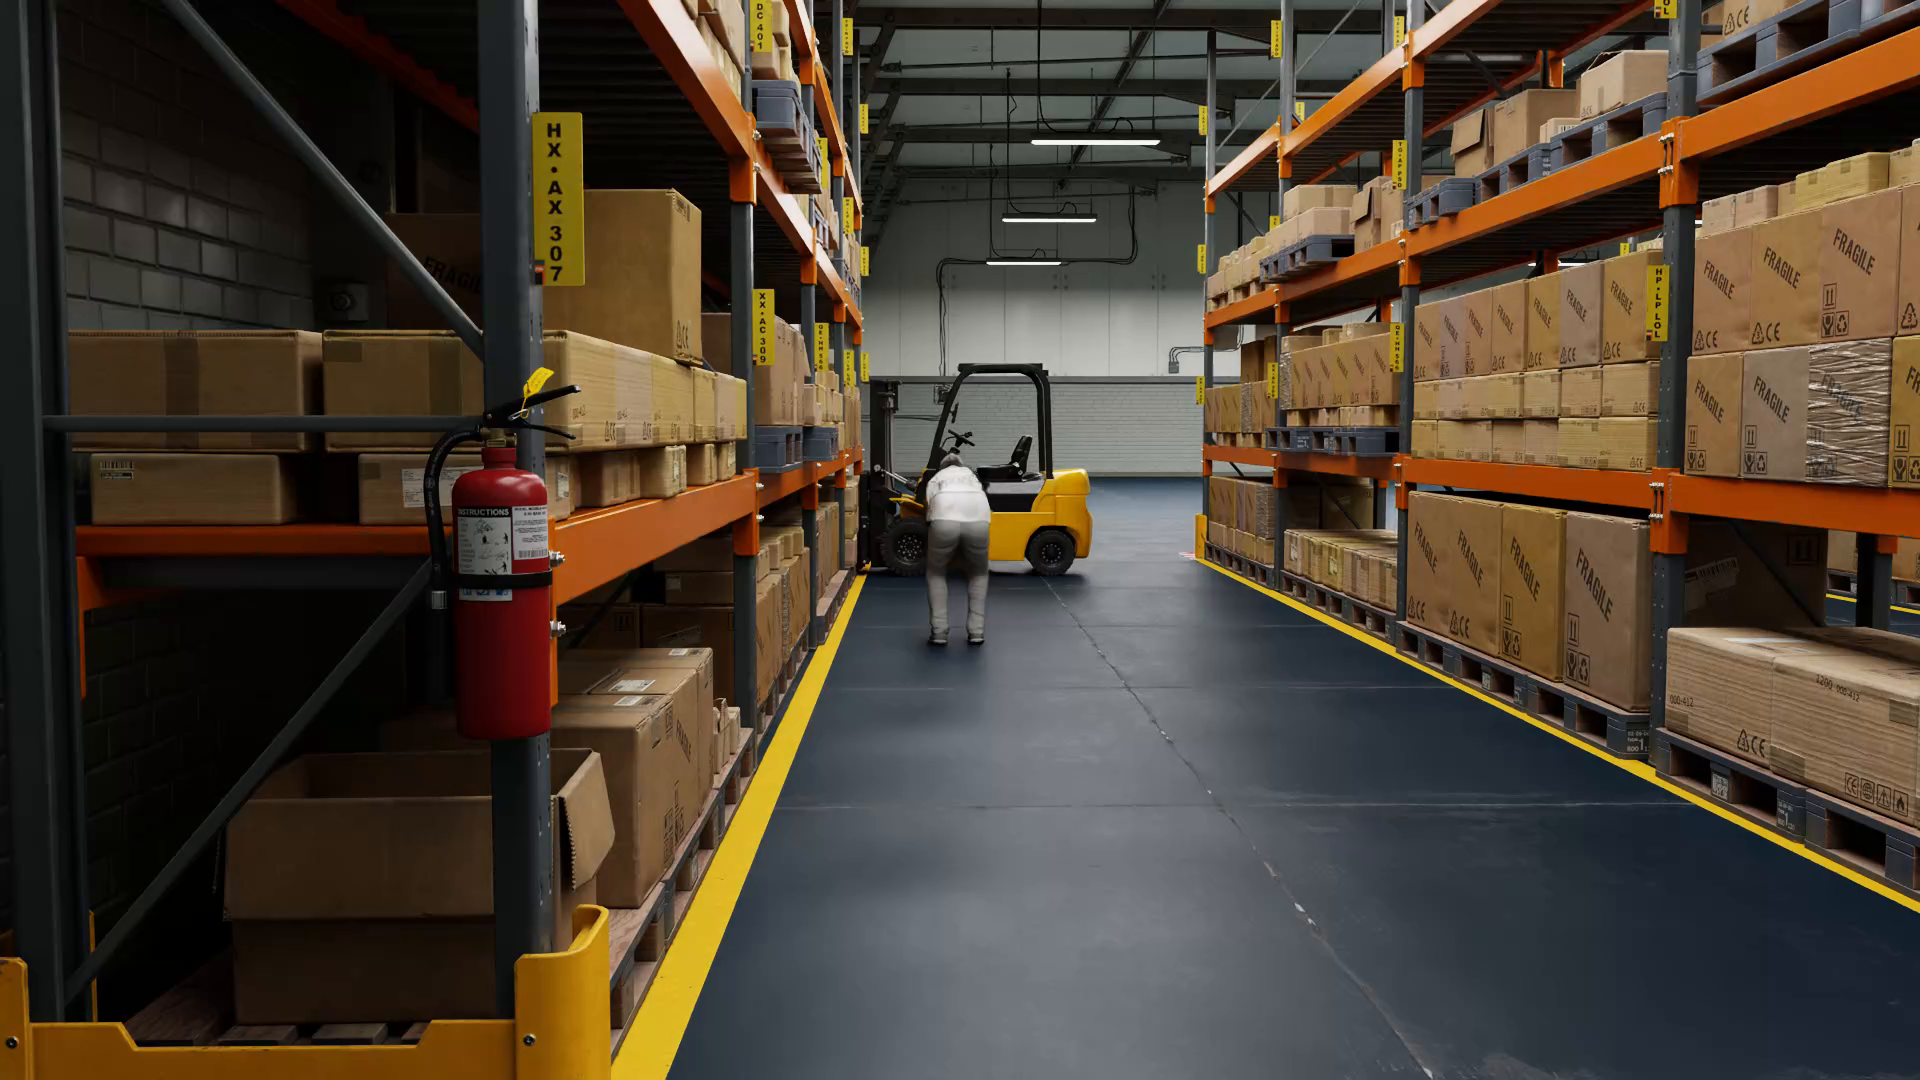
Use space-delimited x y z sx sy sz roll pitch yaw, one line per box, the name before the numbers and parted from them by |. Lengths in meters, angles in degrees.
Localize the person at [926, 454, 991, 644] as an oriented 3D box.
person | -0.028 0.056 11.756 0.448 1.323 0.875 0 4 -5
